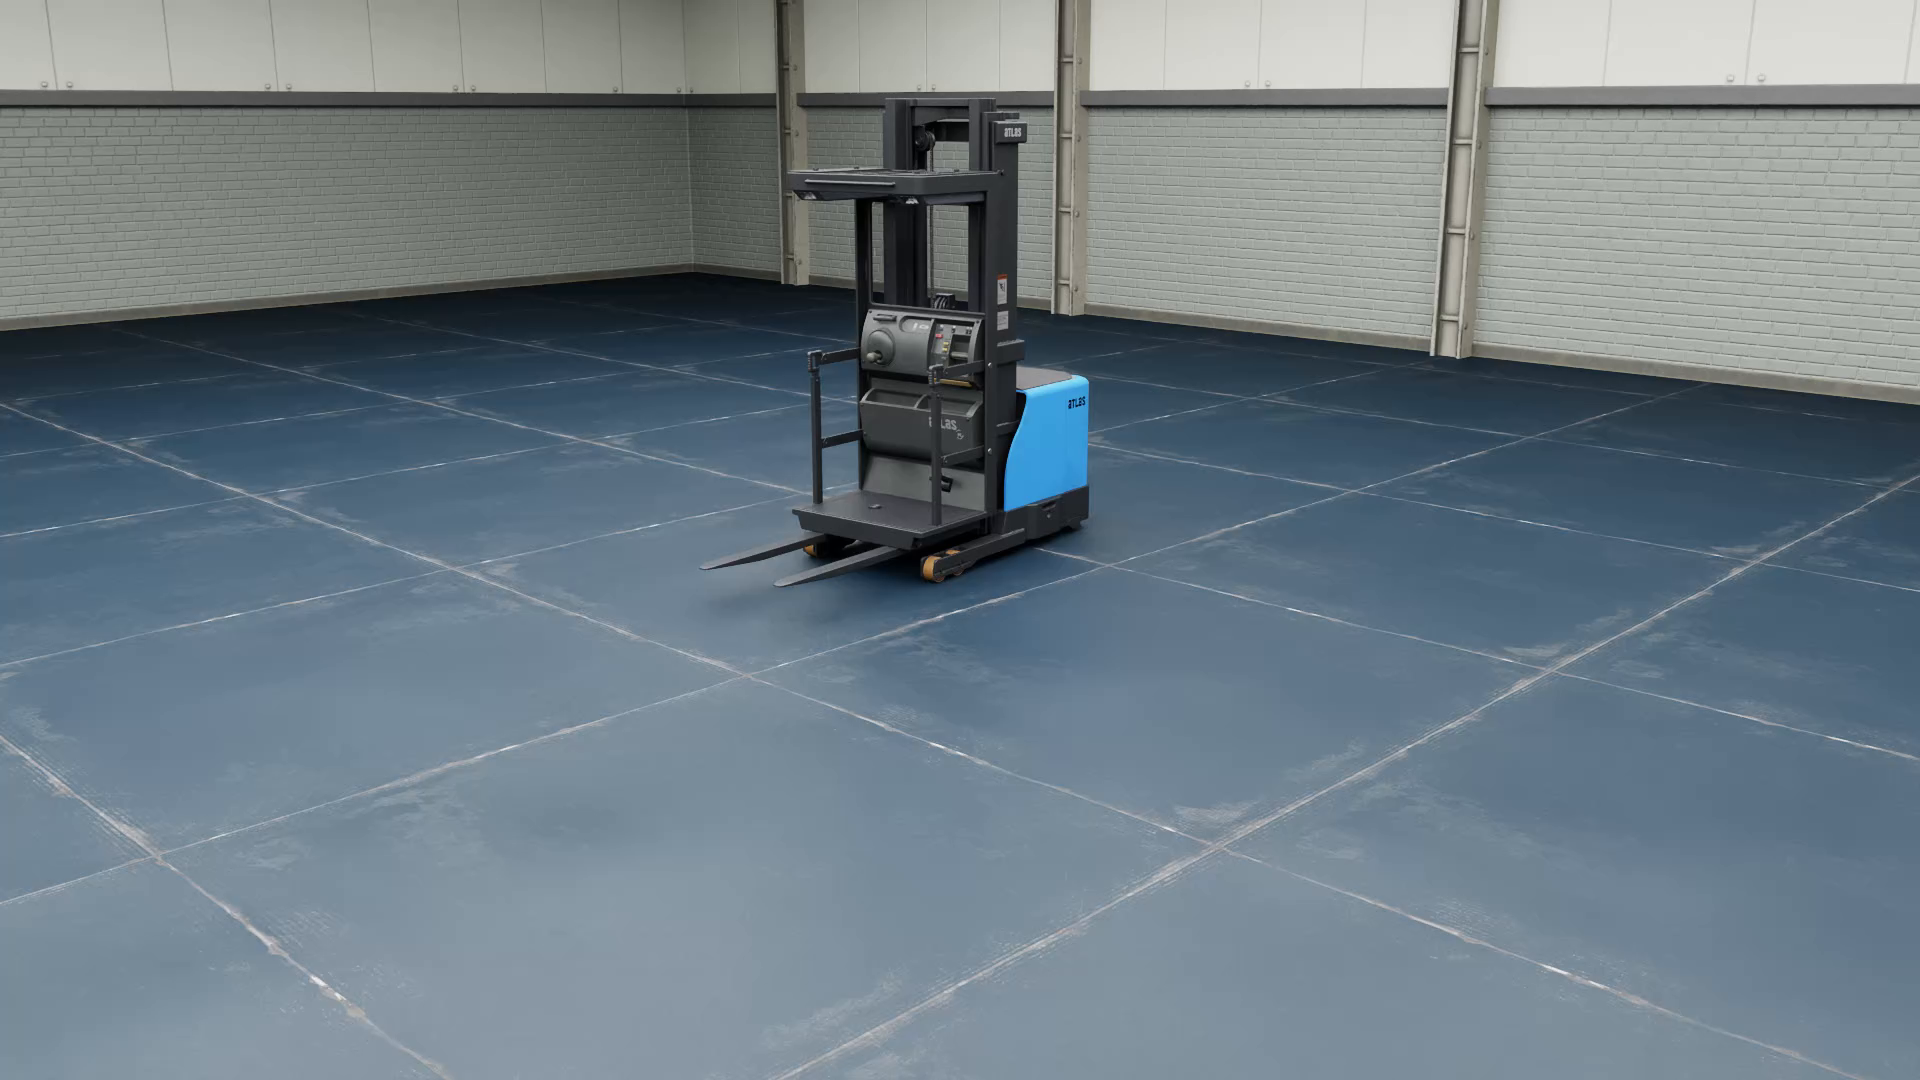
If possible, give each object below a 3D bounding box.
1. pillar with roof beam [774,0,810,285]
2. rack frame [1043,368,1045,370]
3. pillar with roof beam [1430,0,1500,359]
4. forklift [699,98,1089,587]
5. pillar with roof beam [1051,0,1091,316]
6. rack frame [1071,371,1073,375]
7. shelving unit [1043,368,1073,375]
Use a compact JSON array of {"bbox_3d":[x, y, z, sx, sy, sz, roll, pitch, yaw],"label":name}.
[{"bbox_3d":[-5.752,-7.880,23.829,0.400,9.000,9.100,14,20,42],"label":"pillar with roof beam"},{"bbox_3d":[0.554,-0.721,12.117,0.008,1.050,0.200,11,18,36],"label":"rack frame"},{"bbox_3d":[2.887,-5.780,15.769,0.400,9.000,9.100,14,20,42],"label":"pillar with roof beam"},{"bbox_3d":[-0.381,-1.292,10.576,1.130,2.935,3.031,11,18,36],"label":"forklift"},{"bbox_3d":[-1.432,-6.830,19.799,0.400,9.000,9.100,14,20,42],"label":"pillar with roof beam"},{"bbox_3d":[0.748,-0.684,11.975,0.008,1.050,0.200,11,18,36],"label":"rack frame"},{"bbox_3d":[0.651,-0.702,12.046,0.252,1.050,0.215,11,18,36],"label":"shelving unit"}]
